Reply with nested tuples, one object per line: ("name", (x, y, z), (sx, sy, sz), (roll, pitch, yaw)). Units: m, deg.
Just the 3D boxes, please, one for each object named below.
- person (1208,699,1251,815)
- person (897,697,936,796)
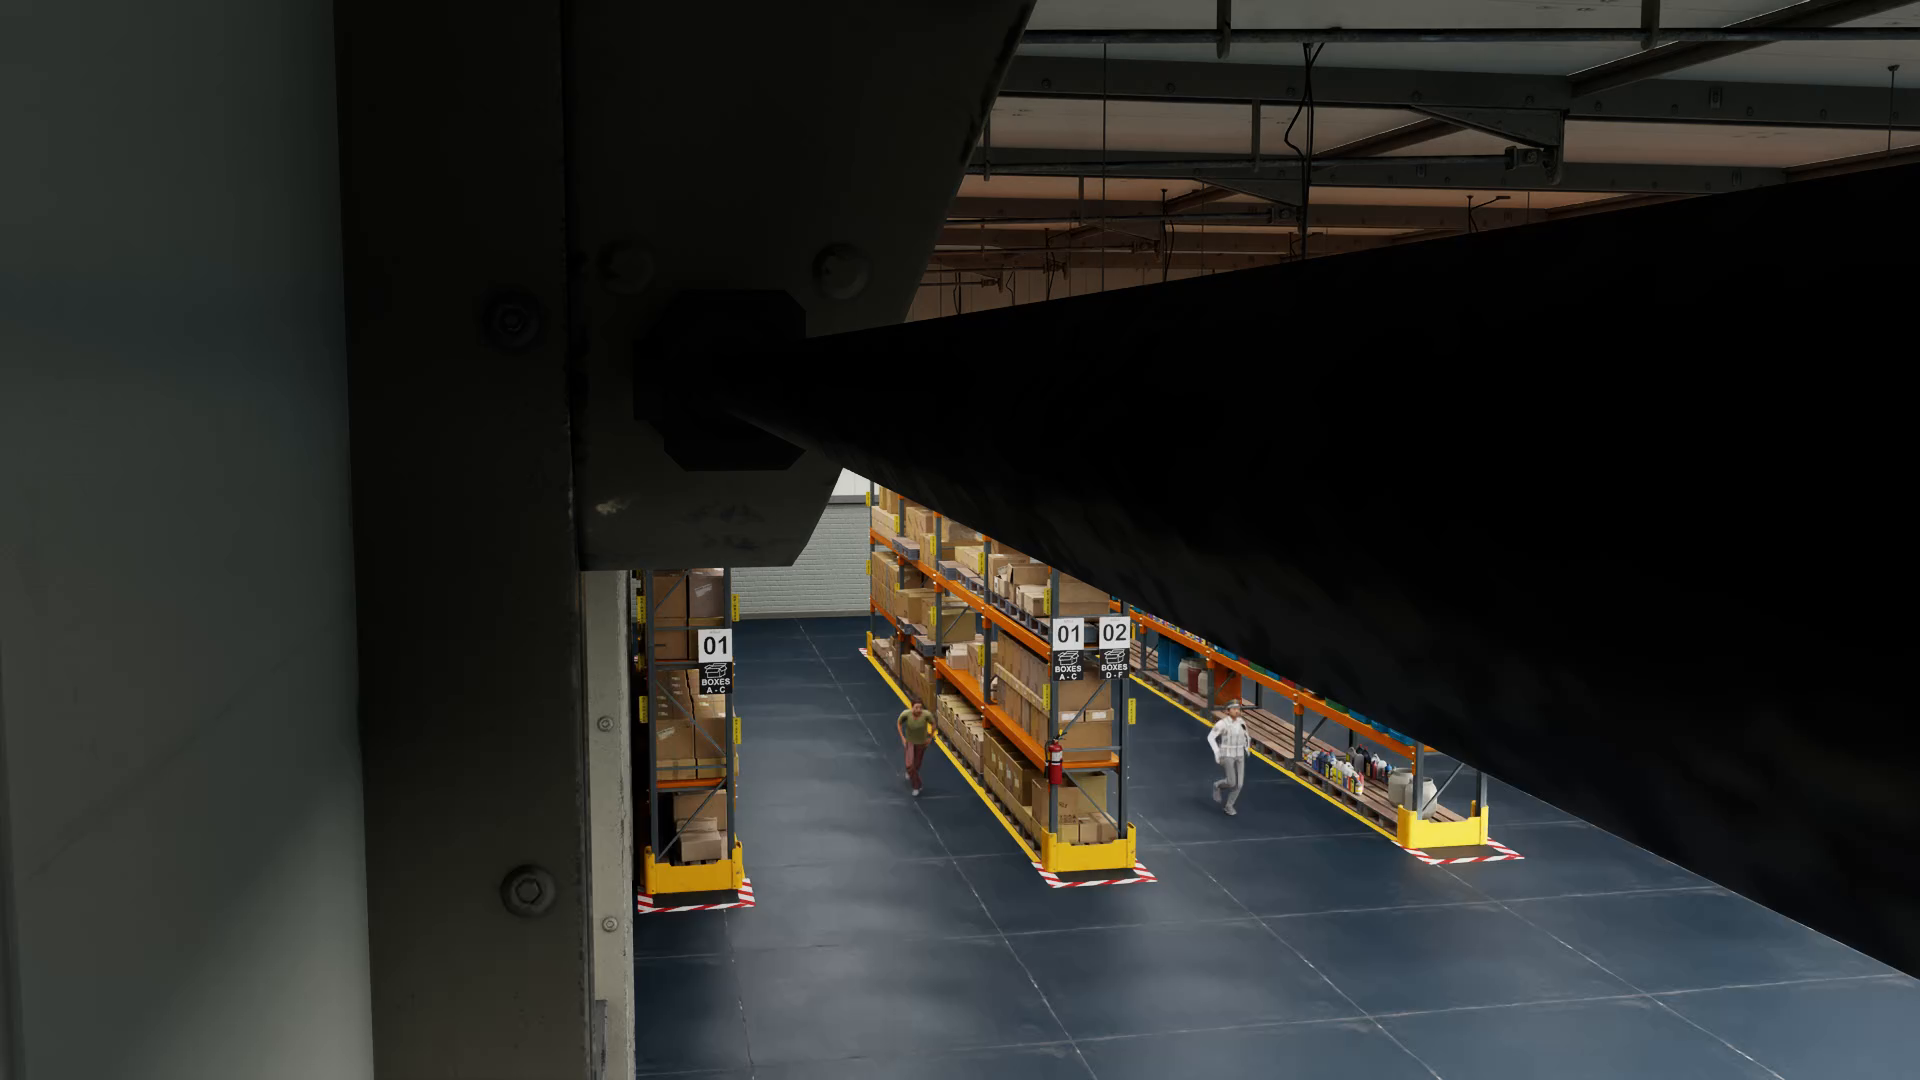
("person", (3.858, 3.061, 23.574), (0.629, 1.652, 0.555), (-2, 6, -20))
("person", (-0.657, 3.014, 24.788), (0.587, 1.518, 0.963), (-1, 6, -6))
